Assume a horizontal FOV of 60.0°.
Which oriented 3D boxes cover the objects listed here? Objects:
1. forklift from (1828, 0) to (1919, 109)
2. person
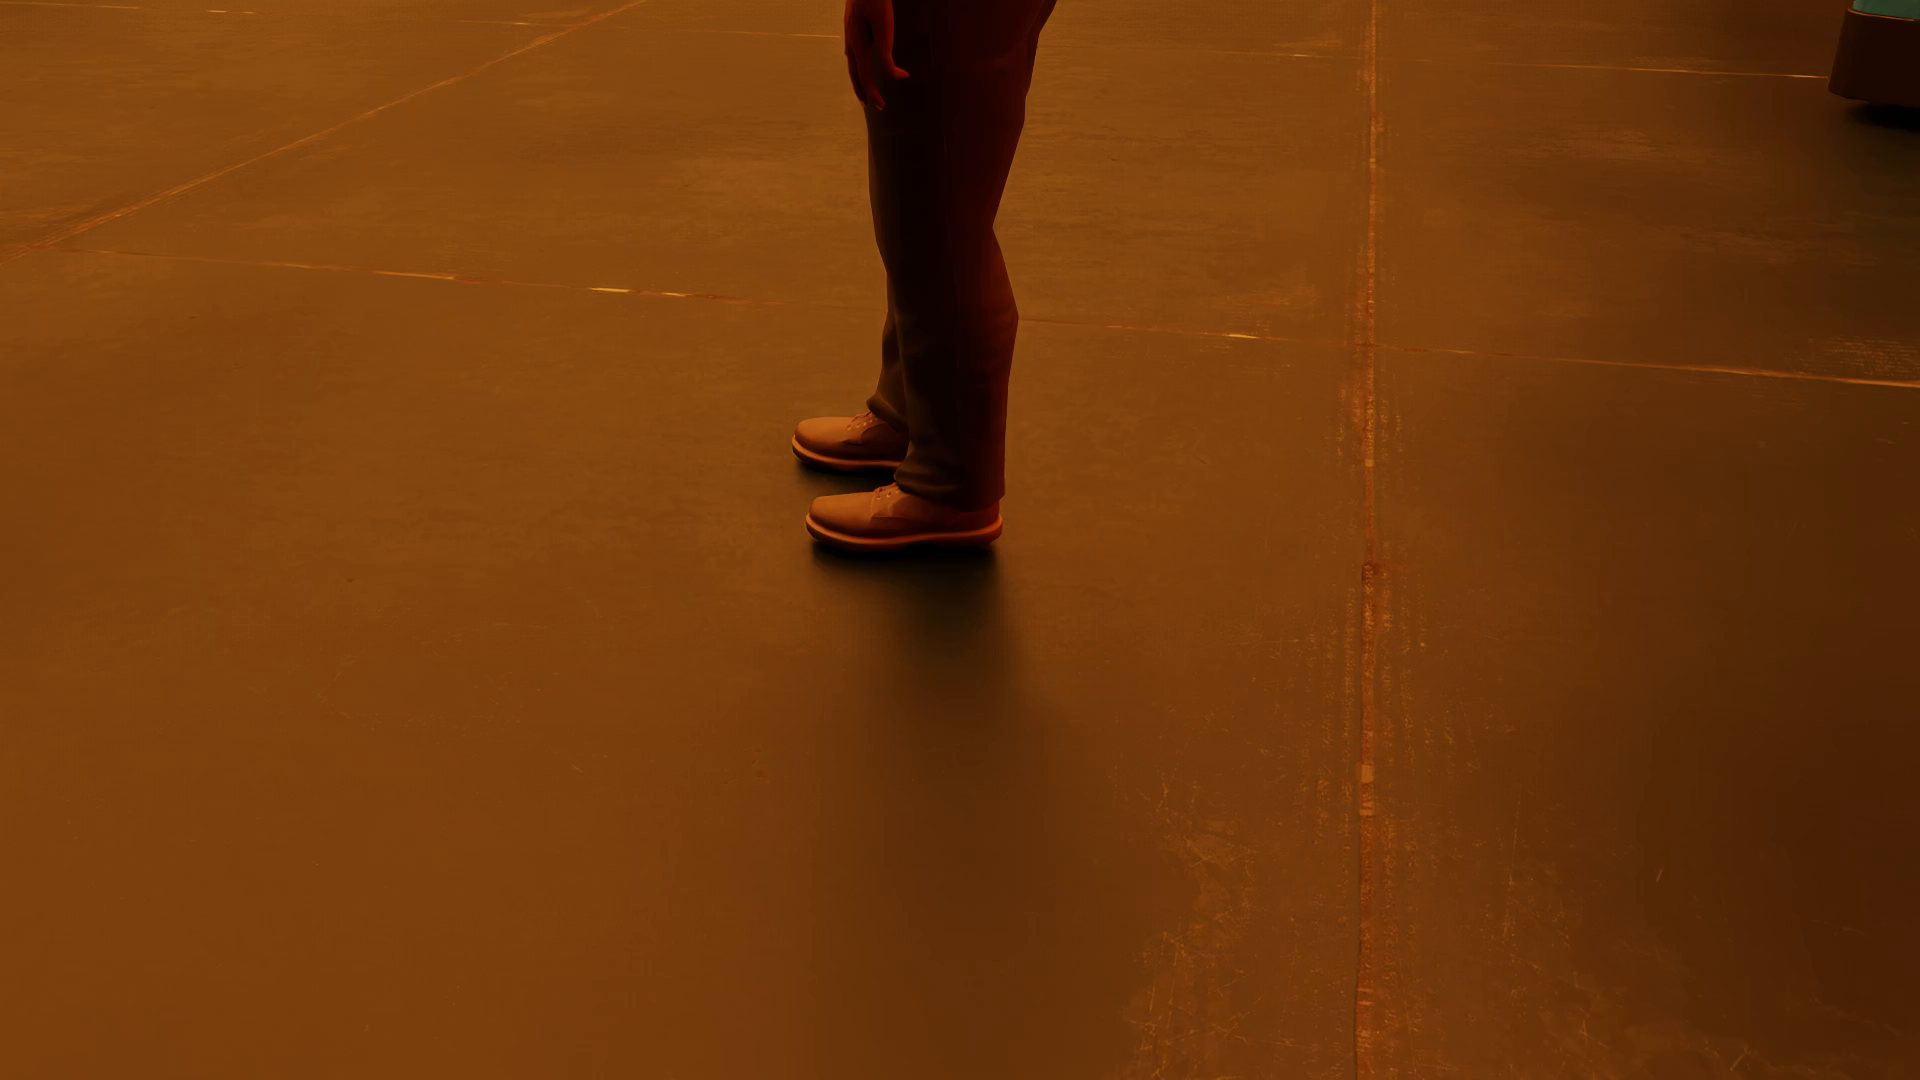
[{"bbox_3d":[4.080,-2.847,4.889,3.031,2.935,1.130,-20,33,-35],"label":"forklift"},{"bbox_3d":[-0.081,-0.762,2.159,0.504,1.654,0.569,6,27,11],"label":"person"}]
